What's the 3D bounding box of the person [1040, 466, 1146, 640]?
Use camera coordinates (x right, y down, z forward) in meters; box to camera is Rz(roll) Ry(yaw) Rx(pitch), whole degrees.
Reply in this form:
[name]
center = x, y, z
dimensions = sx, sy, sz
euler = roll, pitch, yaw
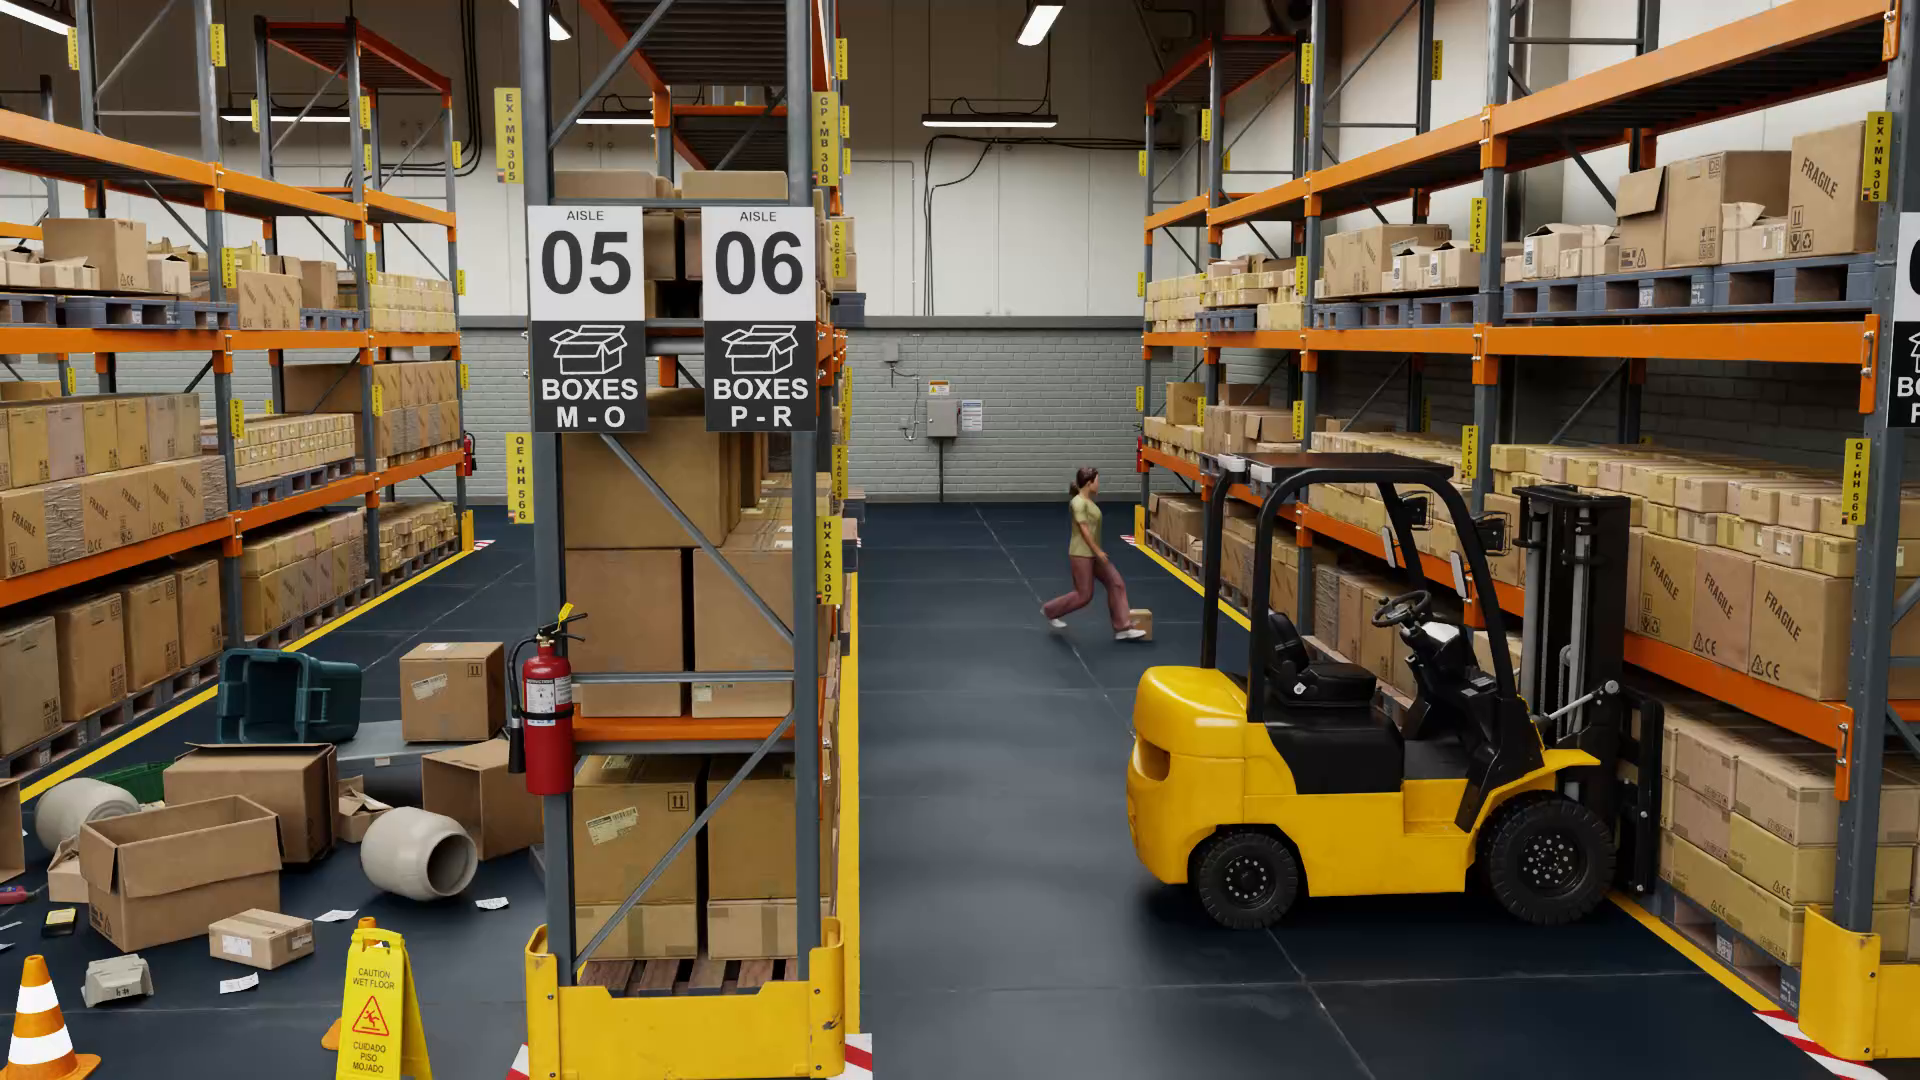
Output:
[person]
center = 1.234, 0.118, 15.207
dimensions = 1.042, 1.568, 0.425
euler = 4, 8, 28
